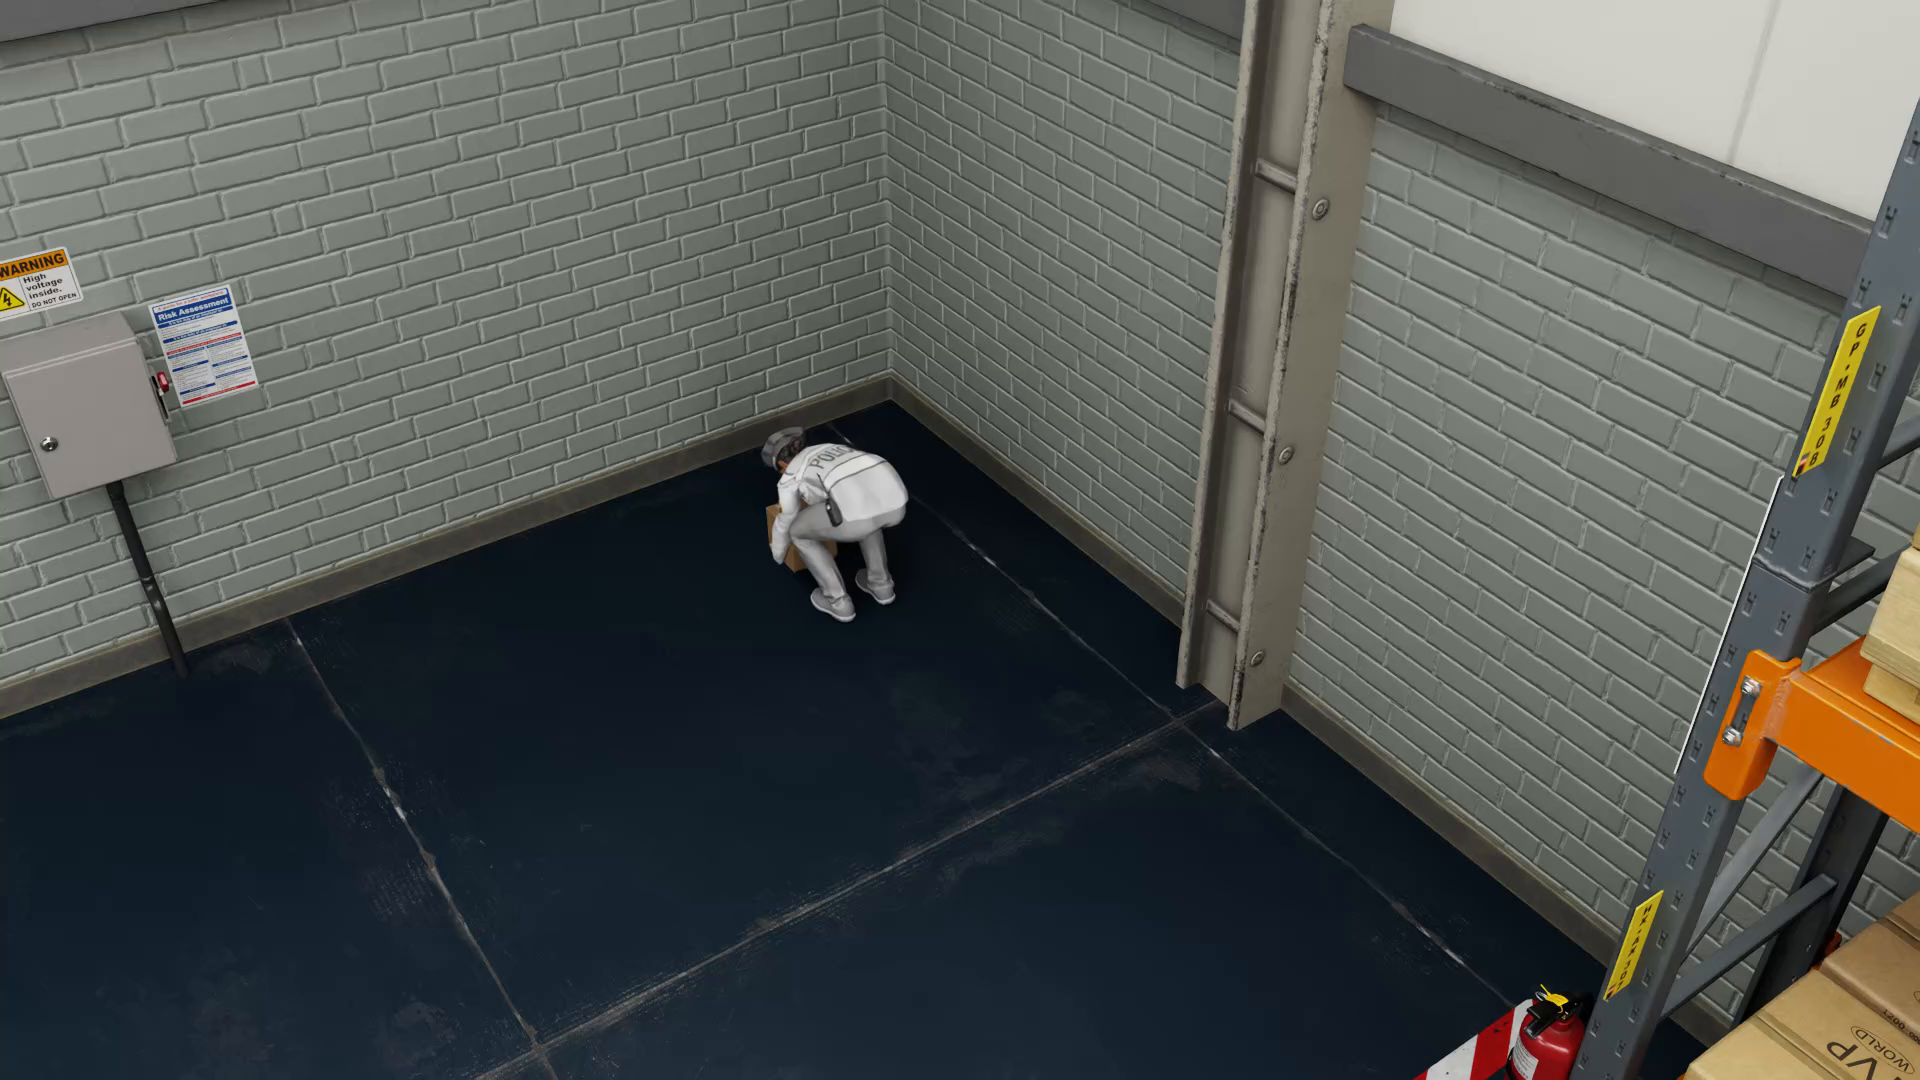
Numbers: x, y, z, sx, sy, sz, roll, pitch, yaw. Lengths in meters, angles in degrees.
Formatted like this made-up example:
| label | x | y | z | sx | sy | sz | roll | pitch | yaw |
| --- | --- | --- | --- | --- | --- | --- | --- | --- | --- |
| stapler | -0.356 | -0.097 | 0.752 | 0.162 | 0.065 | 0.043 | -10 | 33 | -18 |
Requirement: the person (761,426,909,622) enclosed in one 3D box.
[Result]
| label | x | y | z | sx | sy | sz | roll | pitch | yaw |
| --- | --- | --- | --- | --- | --- | --- | --- | --- | --- |
| person | -0.605 | -0.106 | 7.865 | 0.468 | 0.833 | 0.894 | -25 | 43 | -29 |
